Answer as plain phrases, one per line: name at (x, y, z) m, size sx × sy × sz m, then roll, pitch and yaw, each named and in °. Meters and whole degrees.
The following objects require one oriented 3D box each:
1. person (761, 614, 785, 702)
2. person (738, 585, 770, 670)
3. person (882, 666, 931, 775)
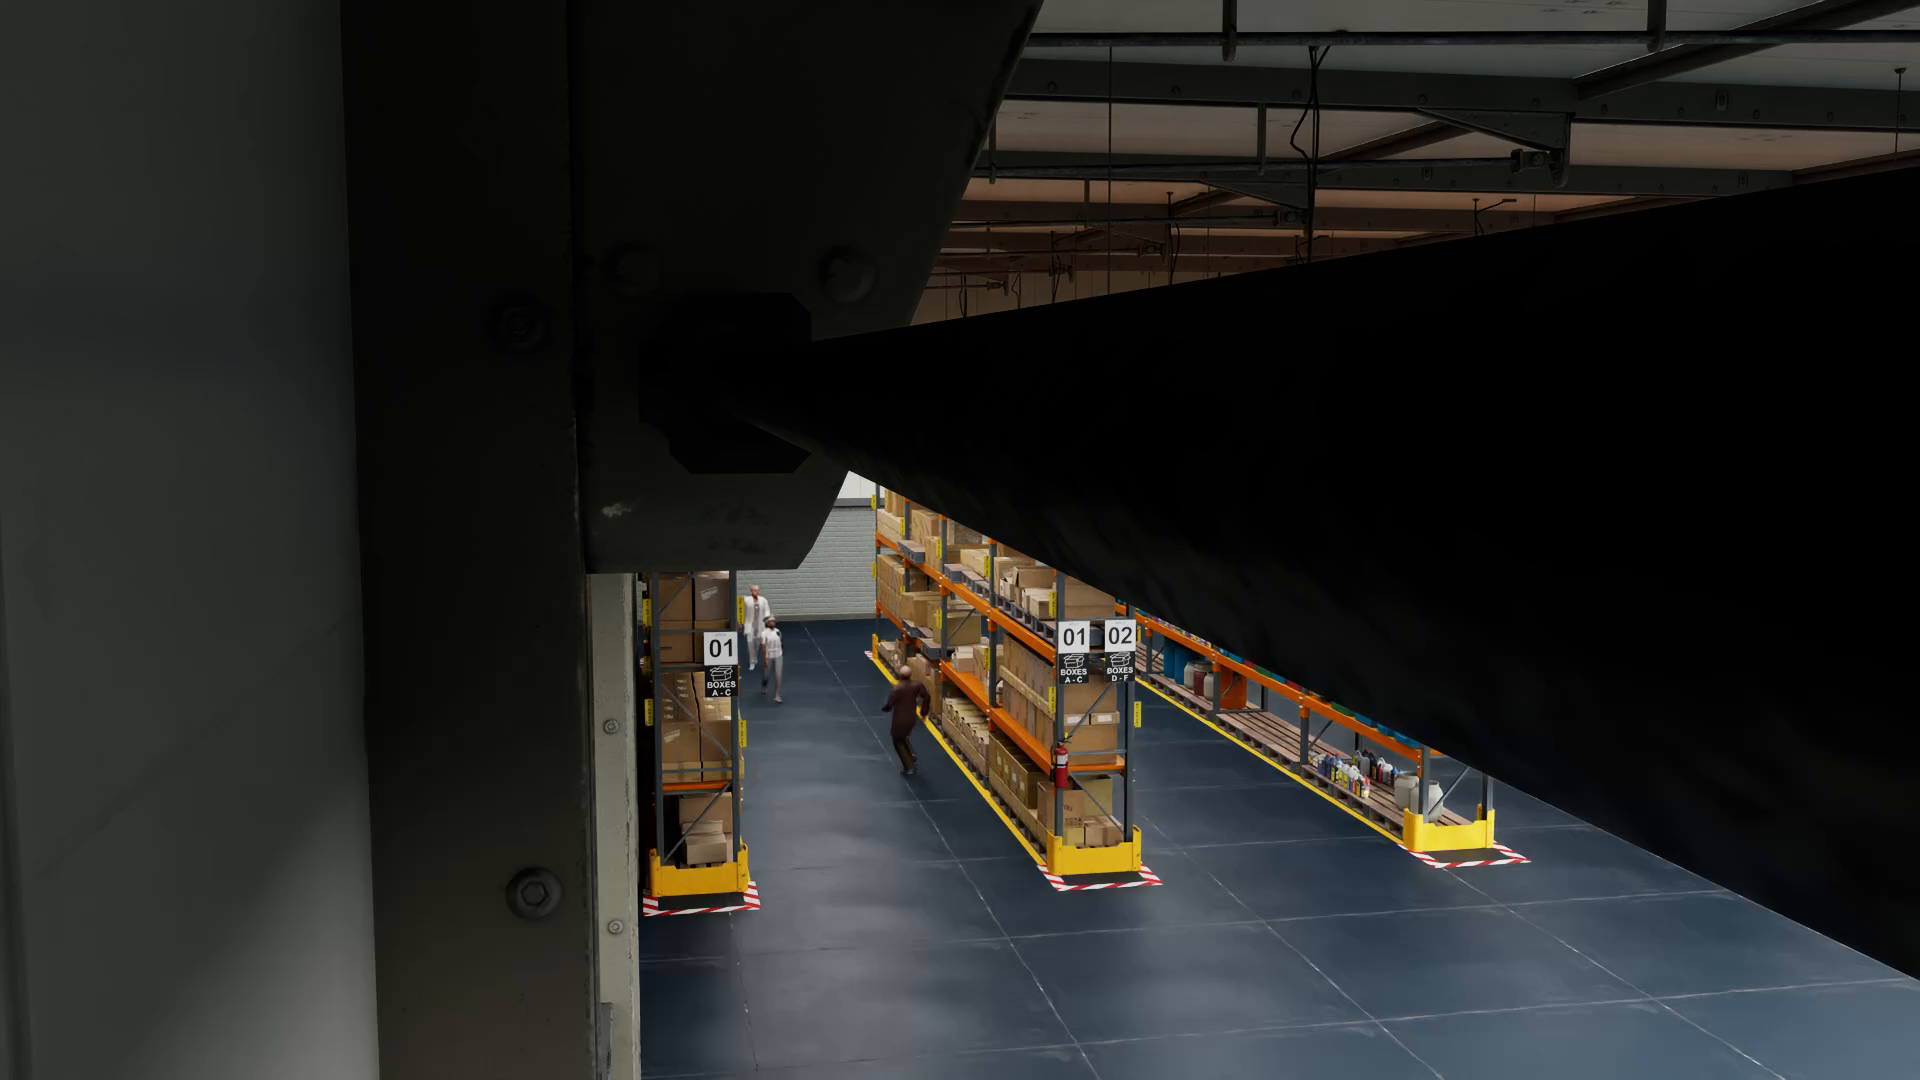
person at (-3.586, 2.235, 31.779) m, size 0.454 × 1.653 × 0.665 m, roll -2°, pitch 6°, yaw -14°
person at (-4.396, 1.868, 35.466) m, size 0.709 × 1.815 × 0.935 m, roll -1°, pitch 6°, yaw -13°
person at (-0.918, 2.802, 26.093) m, size 0.699 × 1.717 × 0.678 m, roll -6°, pitch 8°, yaw -44°
